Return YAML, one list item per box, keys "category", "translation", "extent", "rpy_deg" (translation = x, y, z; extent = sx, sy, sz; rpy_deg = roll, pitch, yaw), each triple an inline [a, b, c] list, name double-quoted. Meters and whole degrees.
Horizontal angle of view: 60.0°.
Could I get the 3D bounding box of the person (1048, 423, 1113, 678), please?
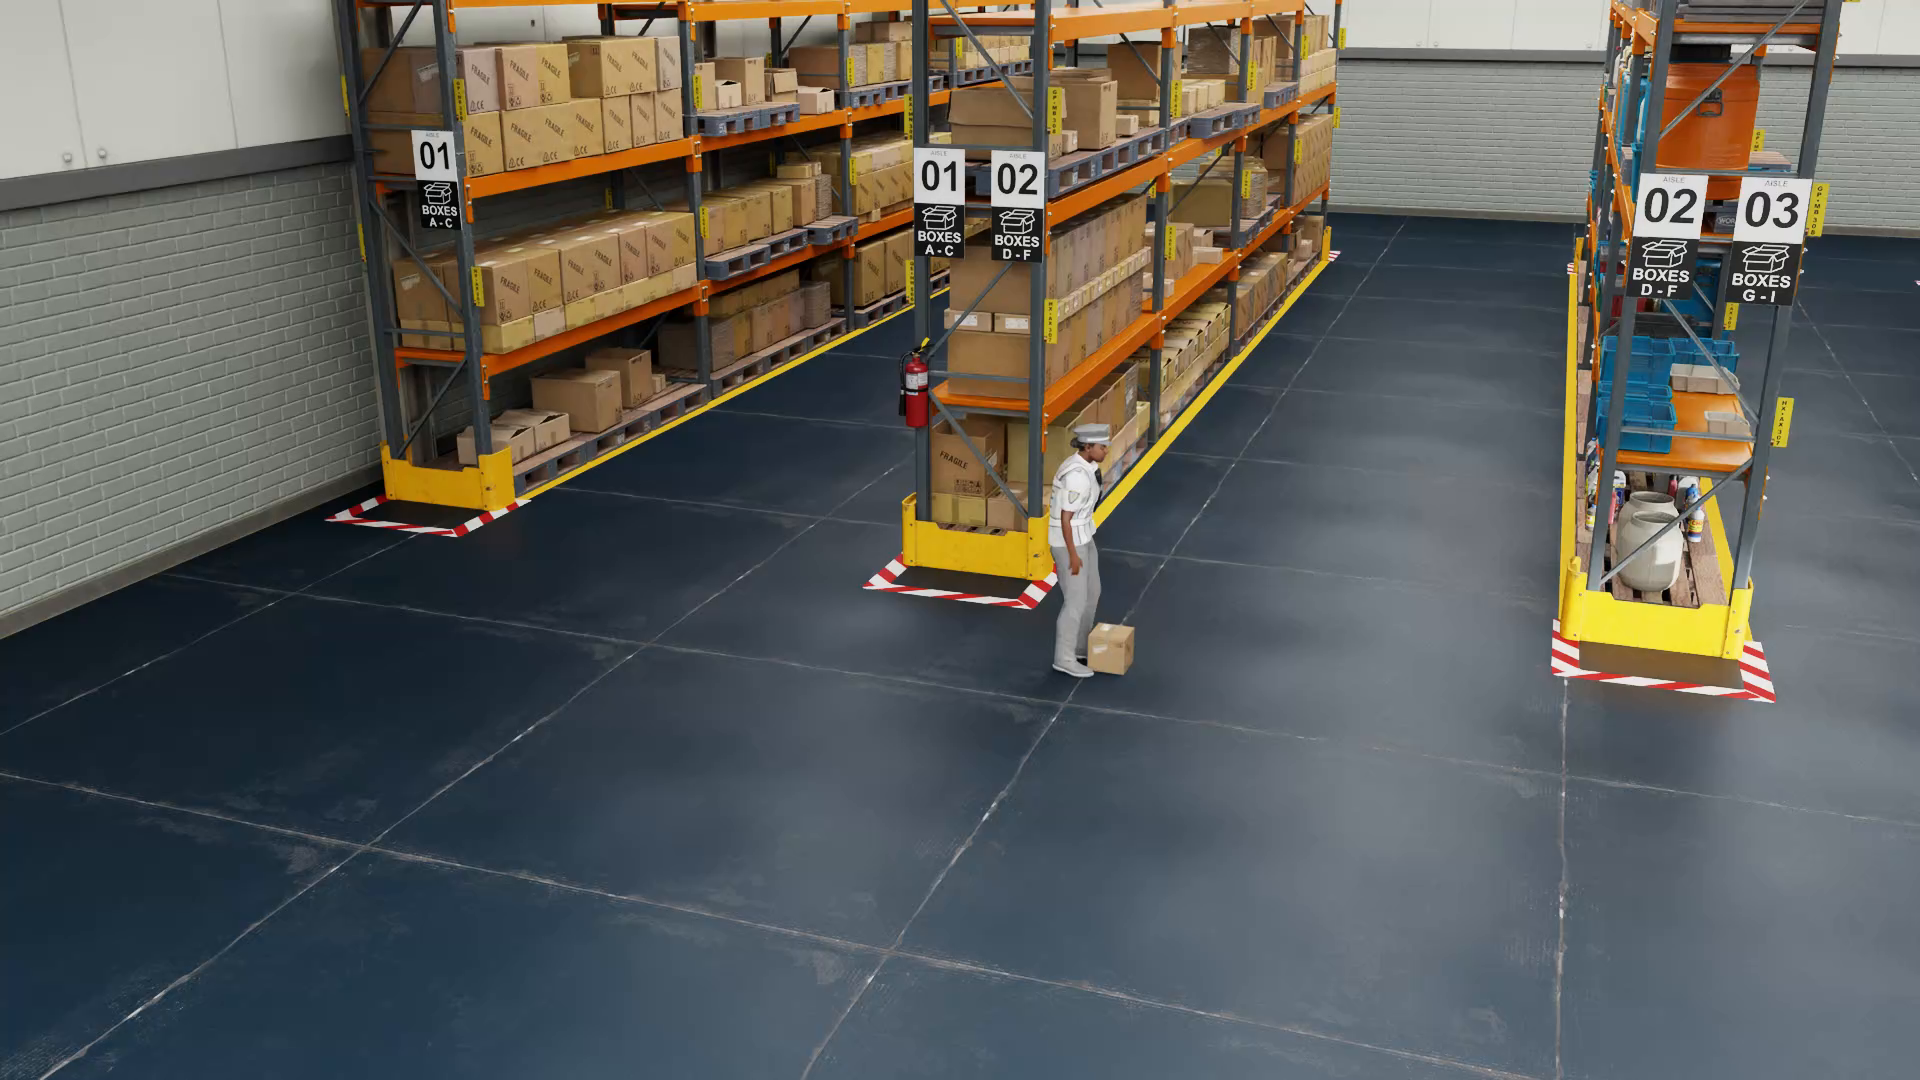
- category: "person"
  translation: [0.795, 0.043, 10.943]
  extent: [0.427, 1.655, 0.516]
  rpy_deg: [5, 20, 16]
